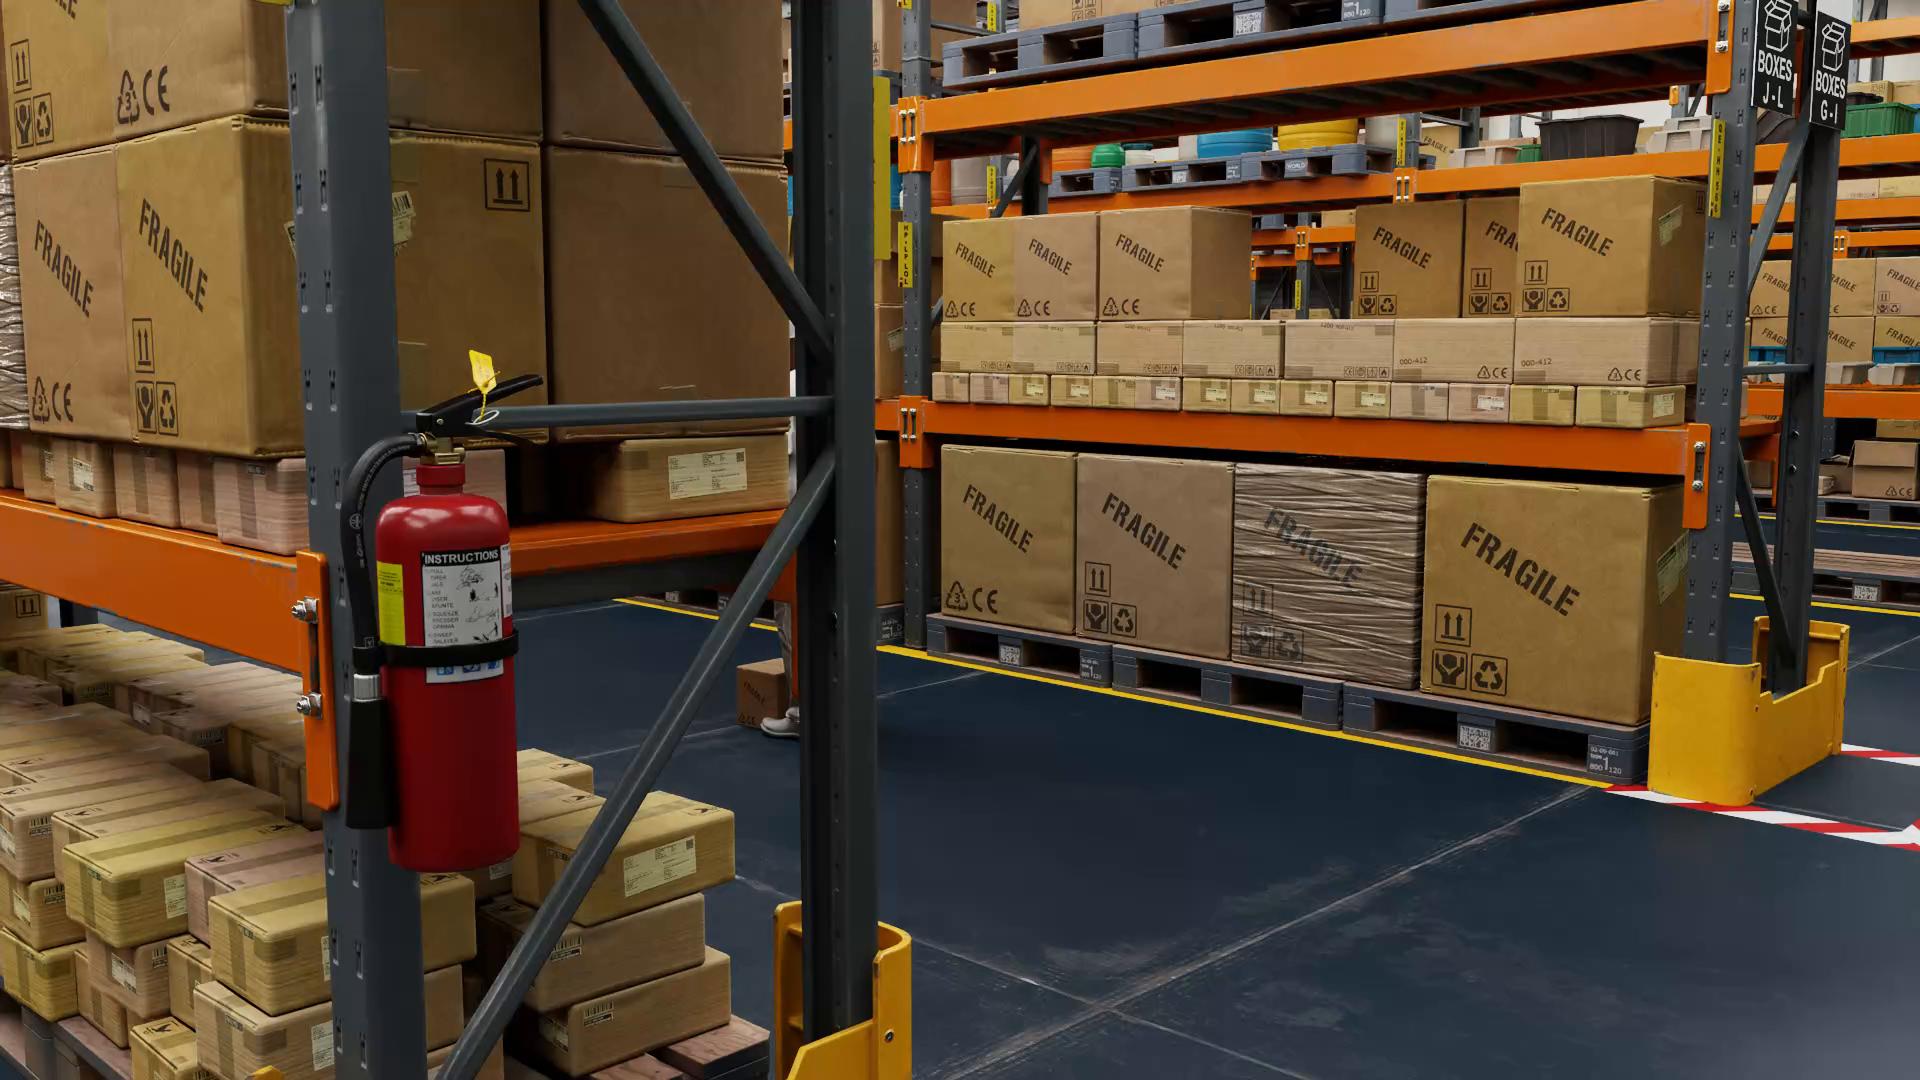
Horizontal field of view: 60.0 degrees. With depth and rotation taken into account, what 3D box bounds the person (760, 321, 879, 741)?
[{"bbox_3d":[-0.598,-0.076,6.796,0.461,1.761,0.627,7,10,43],"label":"person"}]
